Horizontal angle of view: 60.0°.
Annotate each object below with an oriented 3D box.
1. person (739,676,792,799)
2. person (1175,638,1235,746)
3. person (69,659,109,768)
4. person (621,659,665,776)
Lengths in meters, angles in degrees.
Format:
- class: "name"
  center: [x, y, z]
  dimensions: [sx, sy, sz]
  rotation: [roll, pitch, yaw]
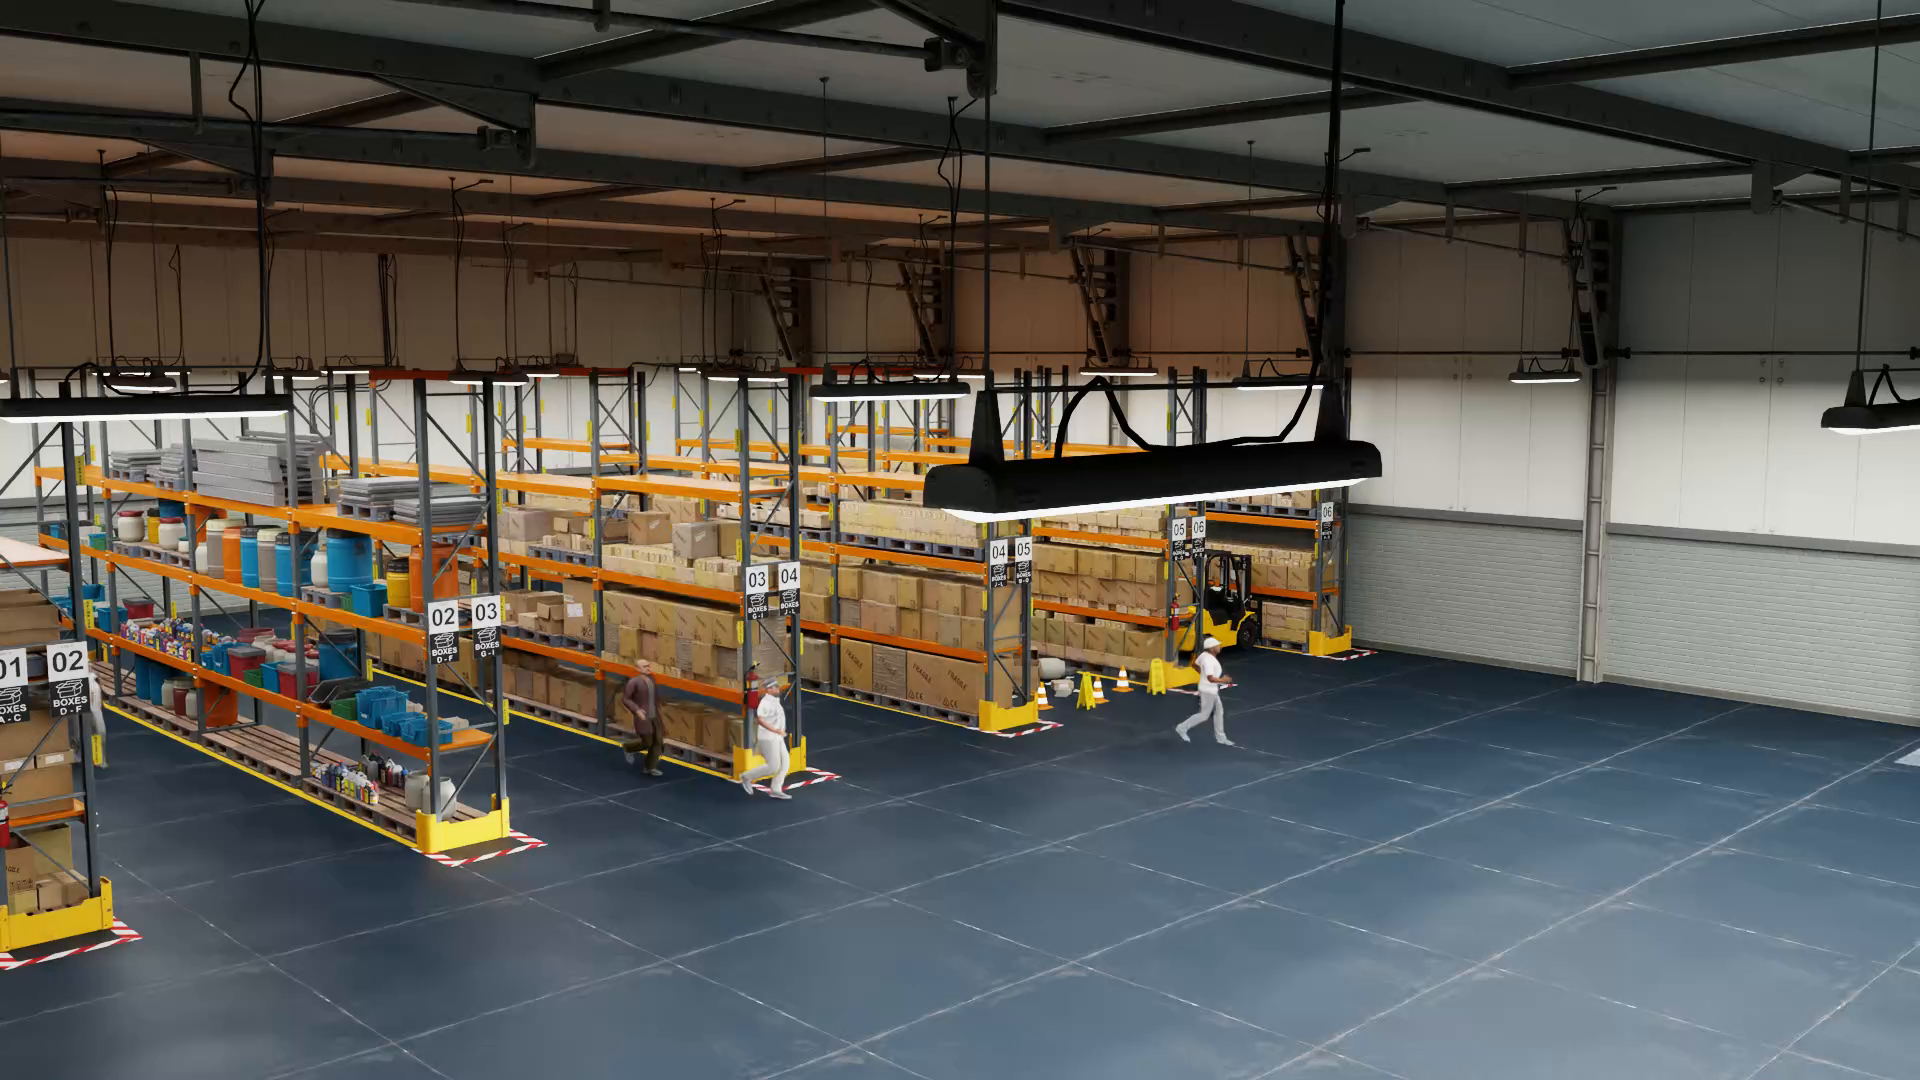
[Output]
- class: "person"
  center: [-2.743, 2.809, 23.689]
  dimensions: [0.736, 1.752, 0.690]
  rotation: [1, 6, 7]
- class: "person"
  center: [3.956, 2.440, 26.739]
  dimensions: [0.975, 1.771, 0.710]
  rotation: [0, 6, 4]
- class: "person"
  center: [-13.369, 2.659, 25.415]
  dimensions: [0.804, 1.728, 0.556]
  rotation: [5, 8, 35]
- class: "person"
  center: [-4.782, 2.617, 25.032]
  dimensions: [0.695, 1.671, 0.711]
  rotation: [5, 8, 36]
